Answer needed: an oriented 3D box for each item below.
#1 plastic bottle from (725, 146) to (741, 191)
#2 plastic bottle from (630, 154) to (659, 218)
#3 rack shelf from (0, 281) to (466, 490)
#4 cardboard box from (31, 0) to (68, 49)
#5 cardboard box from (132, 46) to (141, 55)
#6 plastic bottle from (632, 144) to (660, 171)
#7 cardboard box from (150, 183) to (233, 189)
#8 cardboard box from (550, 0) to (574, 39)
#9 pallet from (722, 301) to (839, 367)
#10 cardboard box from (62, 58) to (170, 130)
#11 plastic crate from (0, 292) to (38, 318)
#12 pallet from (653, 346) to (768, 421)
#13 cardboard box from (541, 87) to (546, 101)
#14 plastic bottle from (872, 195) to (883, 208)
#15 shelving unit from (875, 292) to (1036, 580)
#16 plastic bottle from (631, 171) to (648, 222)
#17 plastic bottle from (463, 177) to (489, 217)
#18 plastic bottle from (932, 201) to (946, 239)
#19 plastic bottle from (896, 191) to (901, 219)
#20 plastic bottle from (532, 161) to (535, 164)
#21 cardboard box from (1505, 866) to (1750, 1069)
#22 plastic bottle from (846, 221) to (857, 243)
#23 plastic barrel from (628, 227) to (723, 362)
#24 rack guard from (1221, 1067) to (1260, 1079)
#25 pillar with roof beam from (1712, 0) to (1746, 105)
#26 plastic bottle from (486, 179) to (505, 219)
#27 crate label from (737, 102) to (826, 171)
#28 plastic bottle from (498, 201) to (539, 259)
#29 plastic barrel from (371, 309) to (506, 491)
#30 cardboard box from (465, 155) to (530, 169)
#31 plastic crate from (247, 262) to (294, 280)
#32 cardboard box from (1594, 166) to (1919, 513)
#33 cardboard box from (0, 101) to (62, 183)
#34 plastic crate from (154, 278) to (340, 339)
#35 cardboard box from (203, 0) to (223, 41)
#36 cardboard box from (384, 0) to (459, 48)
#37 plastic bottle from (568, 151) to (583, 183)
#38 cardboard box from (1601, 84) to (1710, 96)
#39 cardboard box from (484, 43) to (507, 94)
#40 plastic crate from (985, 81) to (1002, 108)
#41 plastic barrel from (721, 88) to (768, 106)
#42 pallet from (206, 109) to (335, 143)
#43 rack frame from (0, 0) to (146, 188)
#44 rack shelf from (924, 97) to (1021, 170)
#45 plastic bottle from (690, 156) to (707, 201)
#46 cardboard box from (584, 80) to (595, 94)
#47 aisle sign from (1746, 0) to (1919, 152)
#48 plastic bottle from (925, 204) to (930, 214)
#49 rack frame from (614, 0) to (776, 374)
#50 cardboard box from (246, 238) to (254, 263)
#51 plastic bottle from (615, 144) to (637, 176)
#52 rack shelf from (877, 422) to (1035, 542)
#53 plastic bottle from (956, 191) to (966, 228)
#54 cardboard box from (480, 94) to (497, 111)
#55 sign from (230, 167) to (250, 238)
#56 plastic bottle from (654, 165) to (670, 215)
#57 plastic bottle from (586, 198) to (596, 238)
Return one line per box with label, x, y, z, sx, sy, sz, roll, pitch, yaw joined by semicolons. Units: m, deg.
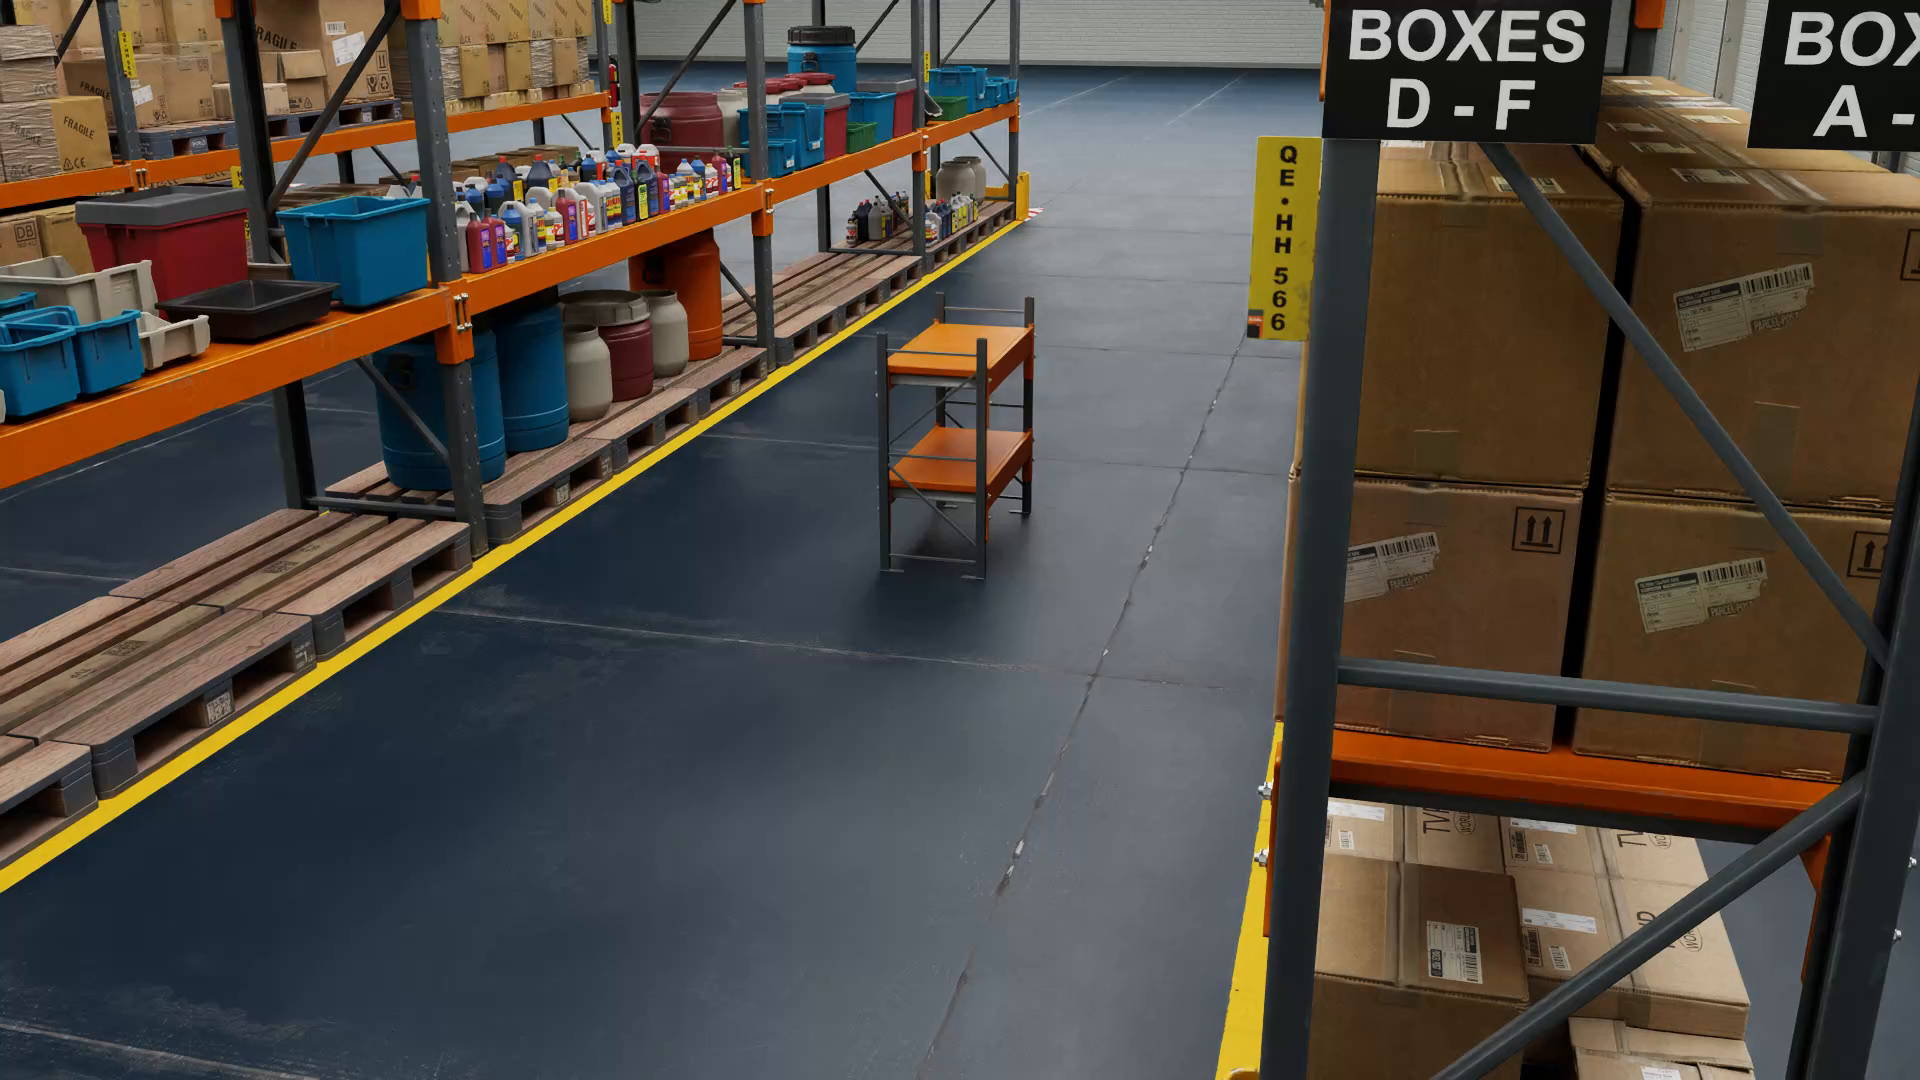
plastic bottle;-1.478;-2.420;10.812;0.061;0.283;0.133;5;19;13
plastic bottle;-1.836;-2.047;9.616;0.144;0.351;0.185;5;19;13
rack shelf;-3.258;-0.415;5.874;1.077;0.370;4.000;5;19;13
cardboard box;-10.258;-5.580;17.982;0.875;0.550;0.550;5;19;13
cardboard box;-9.934;-5.400;19.123;0.875;0.550;0.500;5;19;13
plastic bottle;-2.064;-2.455;10.926;0.152;0.276;0.135;5;19;13
cardboard box;-6.341;-2.786;13.731;0.500;0.250;0.500;7;20;20
cardboard box;-4.652;-5.846;18.502;0.500;0.500;0.500;5;19;13
pallet;-1.566;-1.556;12.416;1.003;0.211;1.213;5;19;13
cardboard box;-6.502;-3.445;12.829;0.500;0.500;0.500;2;19;7
plastic crate;-3.494;-0.741;5.883;0.416;0.233;0.300;5;19;13
pallet;-1.945;-1.066;10.981;1.003;0.211;1.213;5;19;13
cardboard box;-4.800;-4.917;18.330;0.380;0.149;0.250;5;19;13
plastic bottle;-0.812;-3.230;16.421;0.144;0.351;0.185;5;19;13
shelving unit;-0.002;-0.530;8.000;0.538;1.125;1.048;5;19;13
plastic bottle;-1.835;-1.962;9.471;0.061;0.283;0.133;5;19;13
plastic bottle;-2.685;-1.860;9.183;0.152;0.276;0.135;5;19;13
plastic bottle;-0.216;-3.064;15.936;0.144;0.351;0.185;5;20;15
plastic bottle;-0.656;-3.453;17.177;0.061;0.283;0.133;5;19;14
plastic bottle;-2.538;-2.112;9.910;0.061;0.283;0.133;5;19;13
cardboard box;1.585;1.052;4.039;0.500;0.250;0.500;5;19;13
plastic bottle;-1.029;-2.912;15.720;0.097;0.201;0.097;0;19;0
plastic barrel;-1.896;-1.653;11.093;0.600;0.830;0.708;5;19;13
rack guard;1.074;1.423;3.247;1.175;0.500;0.348;5;19;13
pillar with roof beam;10.660;-12.894;32.015;9.100;9.000;0.400;5;19;13
plastic bottle;-2.559;-1.853;9.172;0.097;0.271;0.097;0;19;0
crate label;-1.287;-2.942;12.107;0.502;0.435;0.616;5;19;13
plastic bottle;-2.198;-1.553;8.285;0.152;0.276;0.135;5;19;13
plastic barrel;-2.620;-0.757;8.359;0.600;0.901;0.708;5;19;13
cardboard box;-5.094;-3.971;18.390;0.500;0.500;0.500;7;20;18
plastic crate;-3.022;-1.151;7.232;0.396;0.136;0.243;5;19;13
cardboard box;1.419;-0.375;2.942;0.500;0.500;0.500;5;20;15
cardboard box;-6.603;-2.744;11.426;0.500;0.500;0.500;4;19;13
plastic crate;-2.783;-0.908;6.538;0.437;0.125;0.590;5;19;13
cardboard box;-9.554;-6.426;20.459;0.875;0.550;0.550;5;19;13
cardboard box;-5.262;-5.063;16.207;0.500;0.500;0.500;5;19;13
plastic bottle;-2.402;-2.287;10.423;0.061;0.283;0.133;5;19;13
cardboard box;2.037;-1.170;5.272;0.500;0.500;0.500;4;19;12
cardboard box;-5.267;-4.923;17.346;0.875;0.500;0.500;5;19;13
plastic crate;0.166;-4.689;17.505;0.499;0.251;0.408;5;19;13
plastic barrel;-1.645;-3.160;12.625;0.421;0.512;0.421;0;19;0
pallet;-6.151;-3.560;14.265;1.003;0.211;1.213;5;19;13
rack frame;-6.595;-3.027;12.408;1.000;3.000;0.127;5;19;13
rack shelf;-0.327;-4.176;16.885;1.077;0.370;4.000;5;19;13
plastic bottle;-1.627;-2.246;10.322;0.097;0.271;0.097;0;19;0
cardboard box;-4.510;-5.310;19.481;0.380;0.149;0.250;5;19;13
aisle sign;1.323;-0.921;2.223;0.394;0.787;0.004;5;19;13
plastic bottle;-0.355;-3.076;15.969;0.144;0.351;0.185;5;19;13
rack frame;-1.793;-2.636;11.263;1.000;3.000;0.127;5;19;13
cardboard box;-6.328;-2.438;13.873;0.700;0.500;0.500;3;19;9
plastic bottle;-2.212;-2.467;10.961;0.152;0.276;0.135;5;19;13
rack shelf;-0.002;-0.299;8.079;0.538;0.278;1.000;5;19;13
plastic bottle;-0.020;-3.315;16.670;0.144;0.351;0.185;5;20;16
cardboard box;-5.013;-4.517;17.161;0.380;0.149;0.250;5;19;13
sign;-3.303;-1.557;7.677;0.100;0.325;0.005;5;19;13
plastic bottle;-1.757;-2.062;9.763;0.061;0.283;0.133;5;19;13
plastic bottle;-2.006;-1.727;8.911;0.097;0.201;0.097;0;19;0
